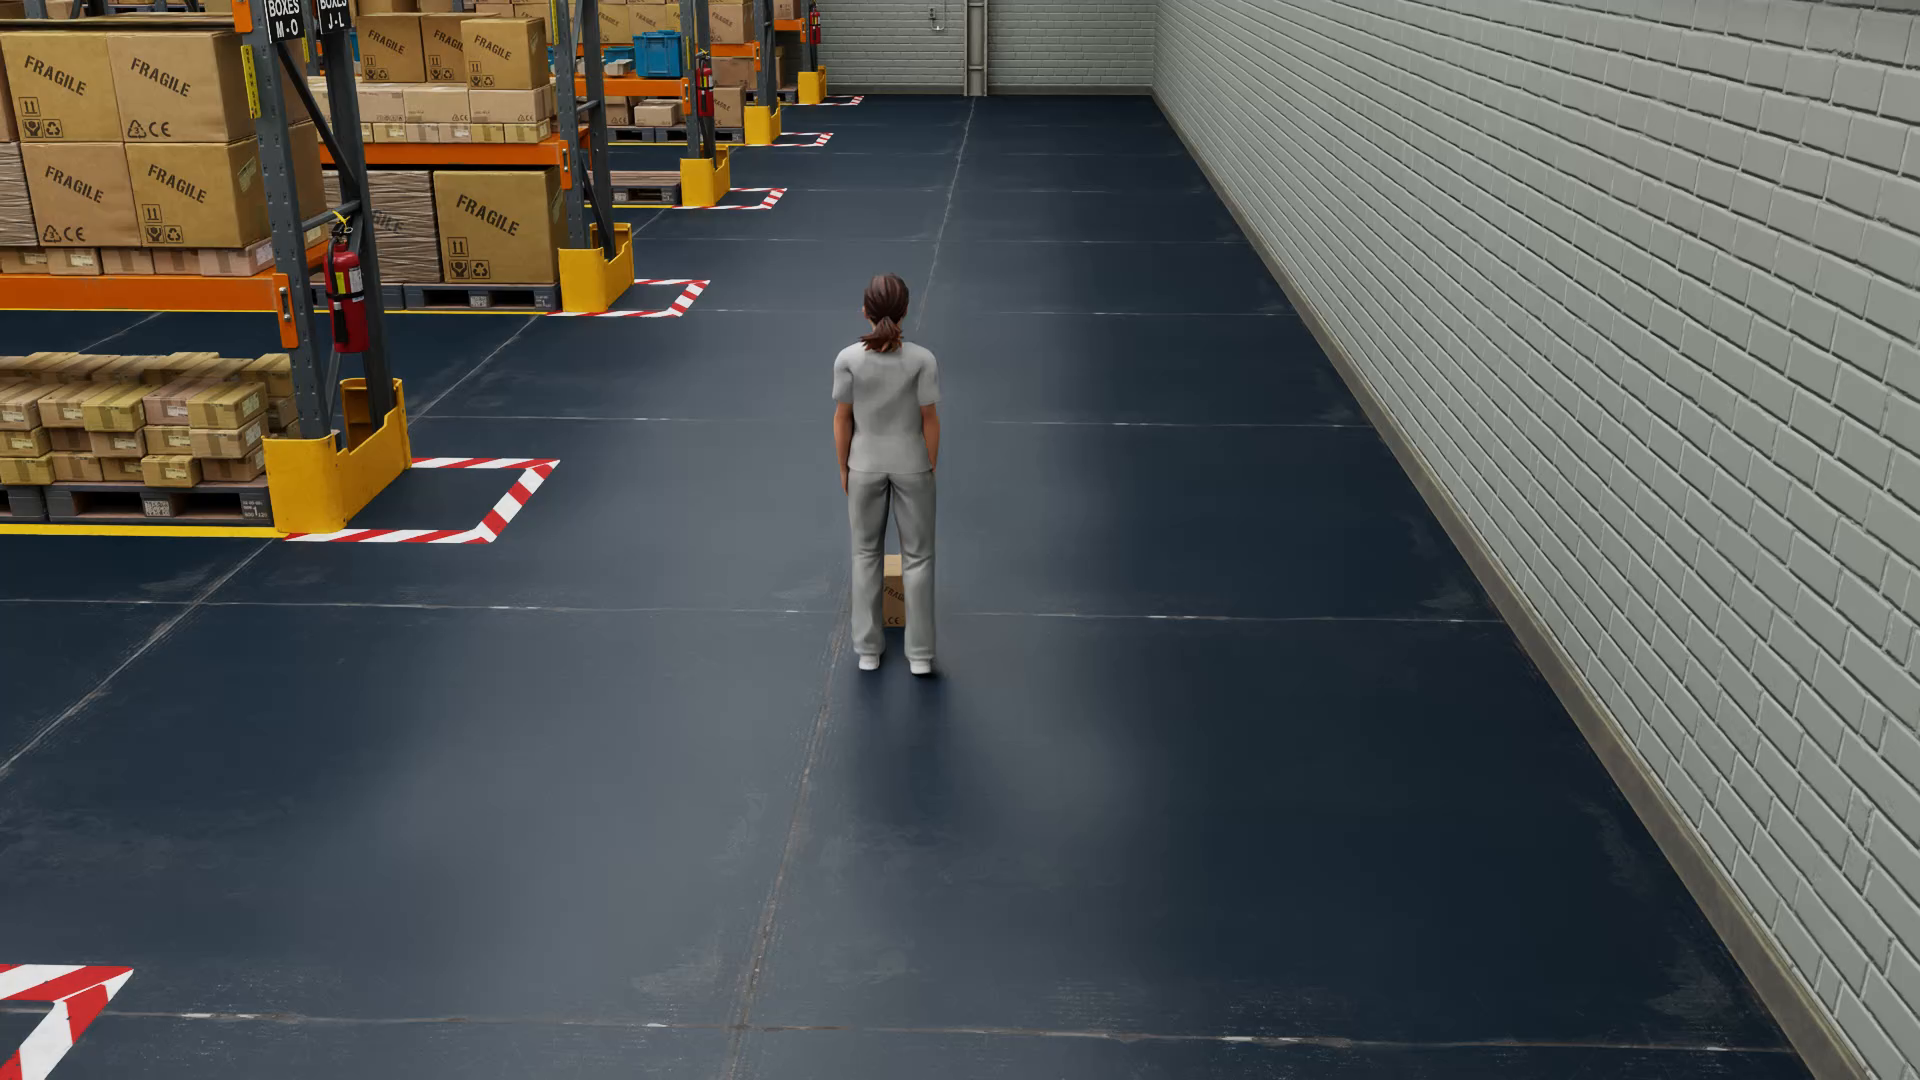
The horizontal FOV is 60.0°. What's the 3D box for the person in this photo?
[{"bbox_3d":[-0.292,-0.259,6.792,0.437,1.679,0.361,1,21,3],"label":"person"}]
